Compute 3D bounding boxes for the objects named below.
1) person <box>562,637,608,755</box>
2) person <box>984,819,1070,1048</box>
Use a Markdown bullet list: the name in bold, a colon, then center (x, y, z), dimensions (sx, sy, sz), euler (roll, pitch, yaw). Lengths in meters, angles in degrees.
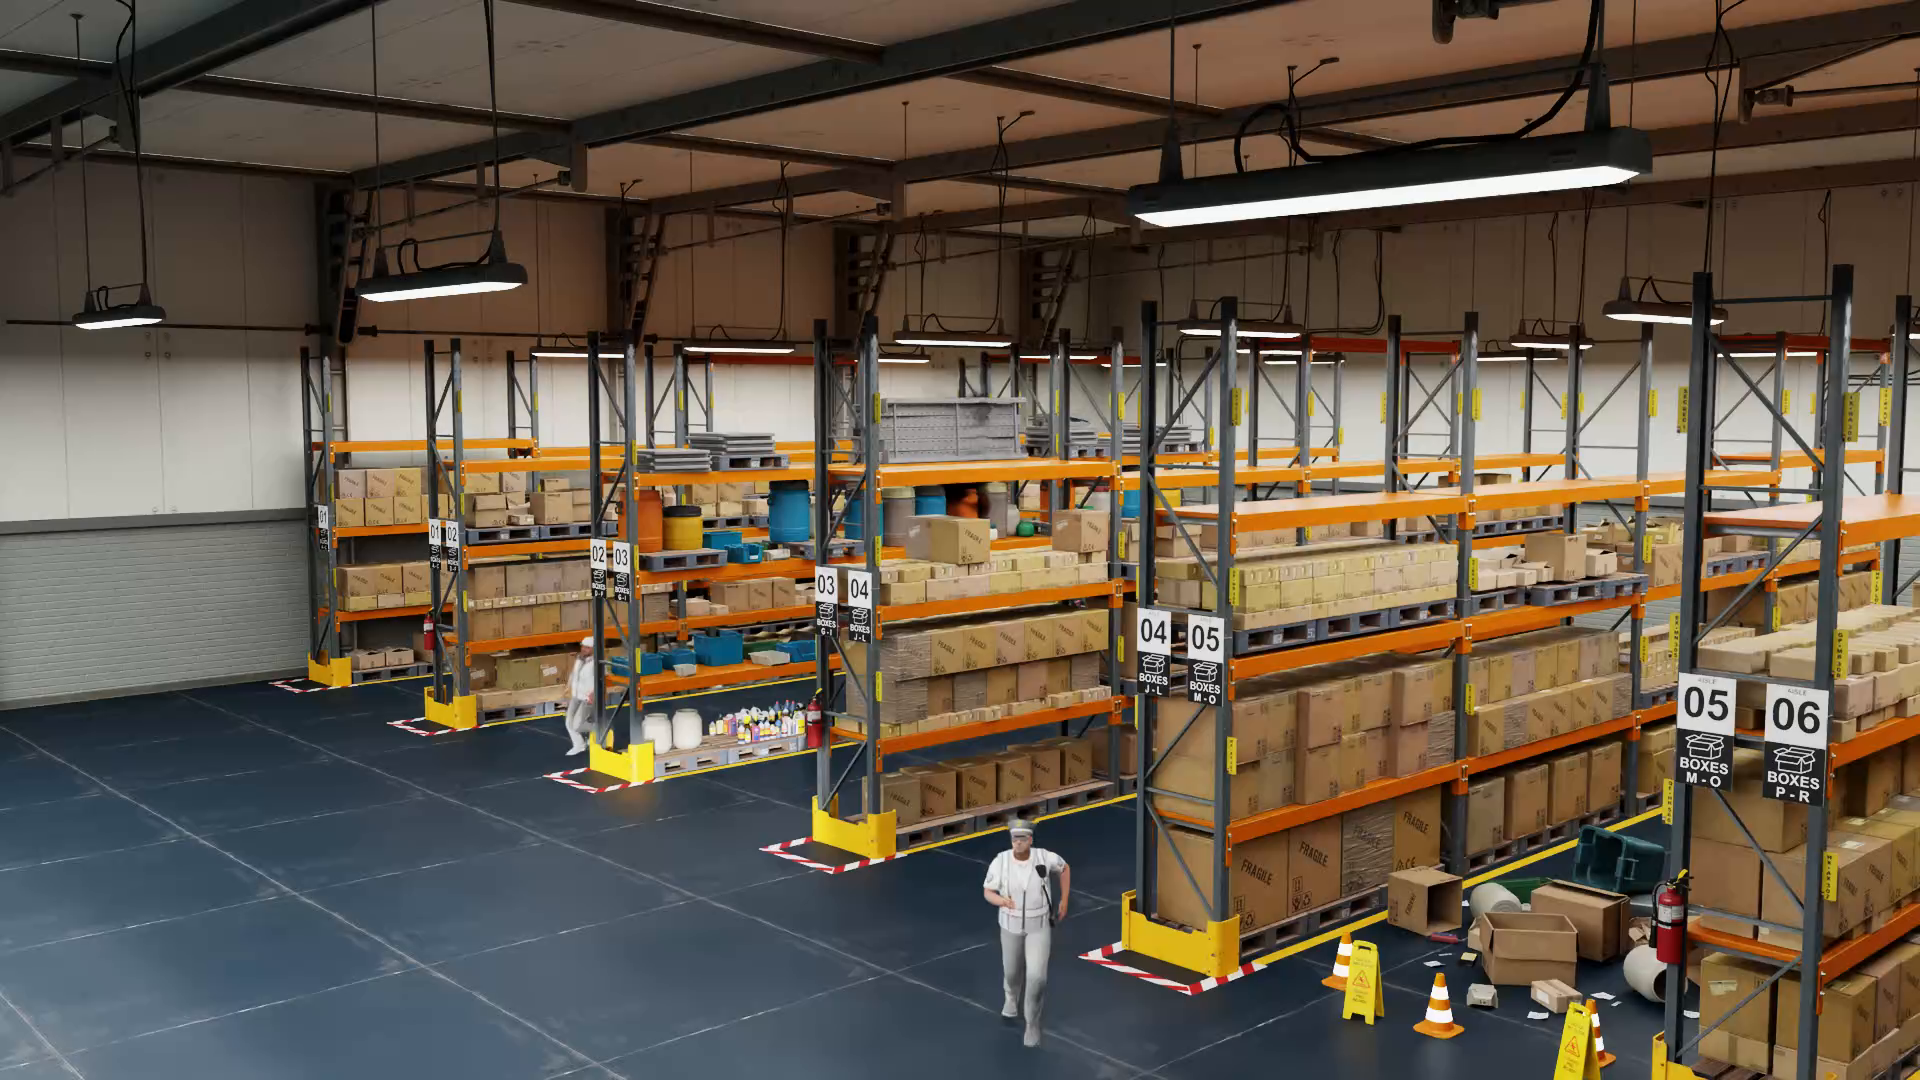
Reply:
- **person**: center (-5.336, 2.237, 23.796), dimensions (0.696, 1.719, 0.545), euler (4, 6, 35)
- **person**: center (0.534, 3.118, 13.378), dimensions (0.673, 1.828, 0.913), euler (1, 5, 8)
